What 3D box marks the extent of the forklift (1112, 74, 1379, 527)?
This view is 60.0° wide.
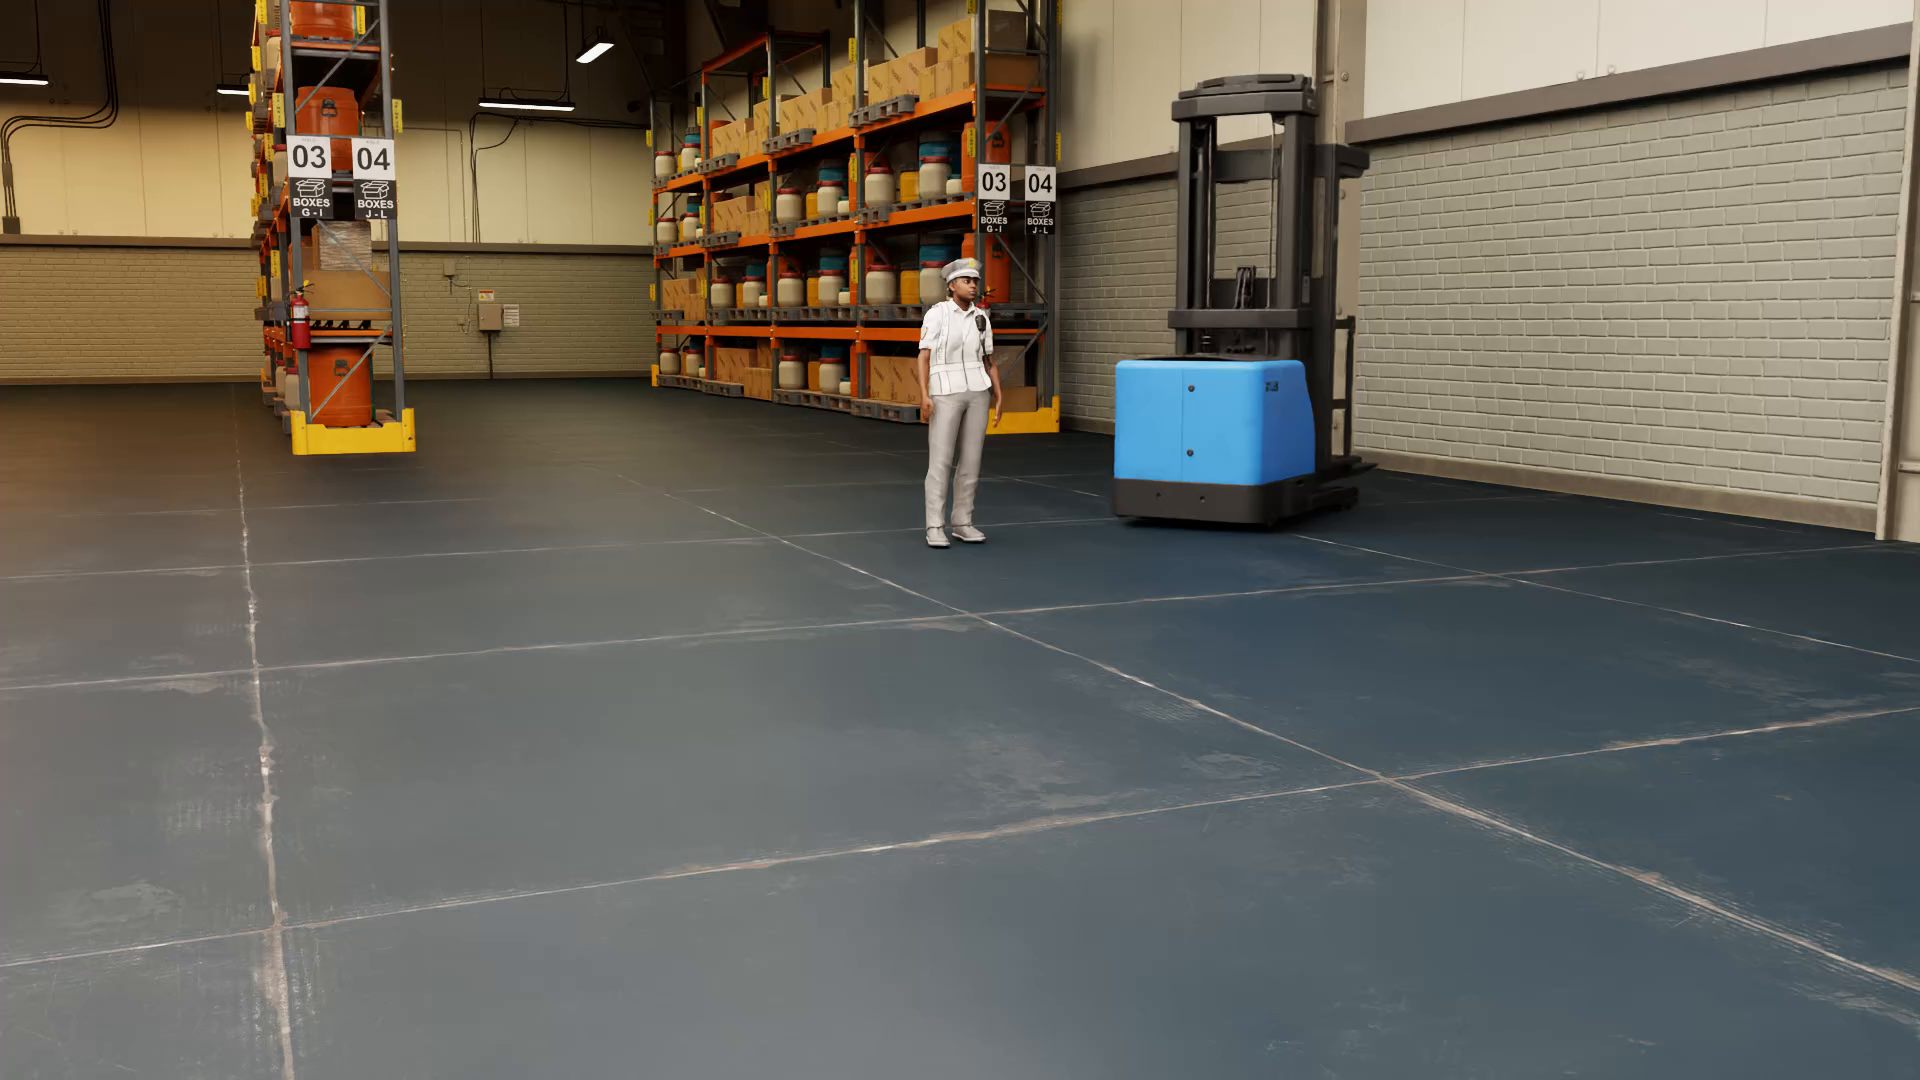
[{"bbox_3d":[2.194,-1.684,11.718,1.130,2.935,3.031,5,9,31],"label":"forklift"}]

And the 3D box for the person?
[{"bbox_3d":[0.011,-0.836,9.966,0.569,1.692,0.530,-3,8,-23],"label":"person"}]
